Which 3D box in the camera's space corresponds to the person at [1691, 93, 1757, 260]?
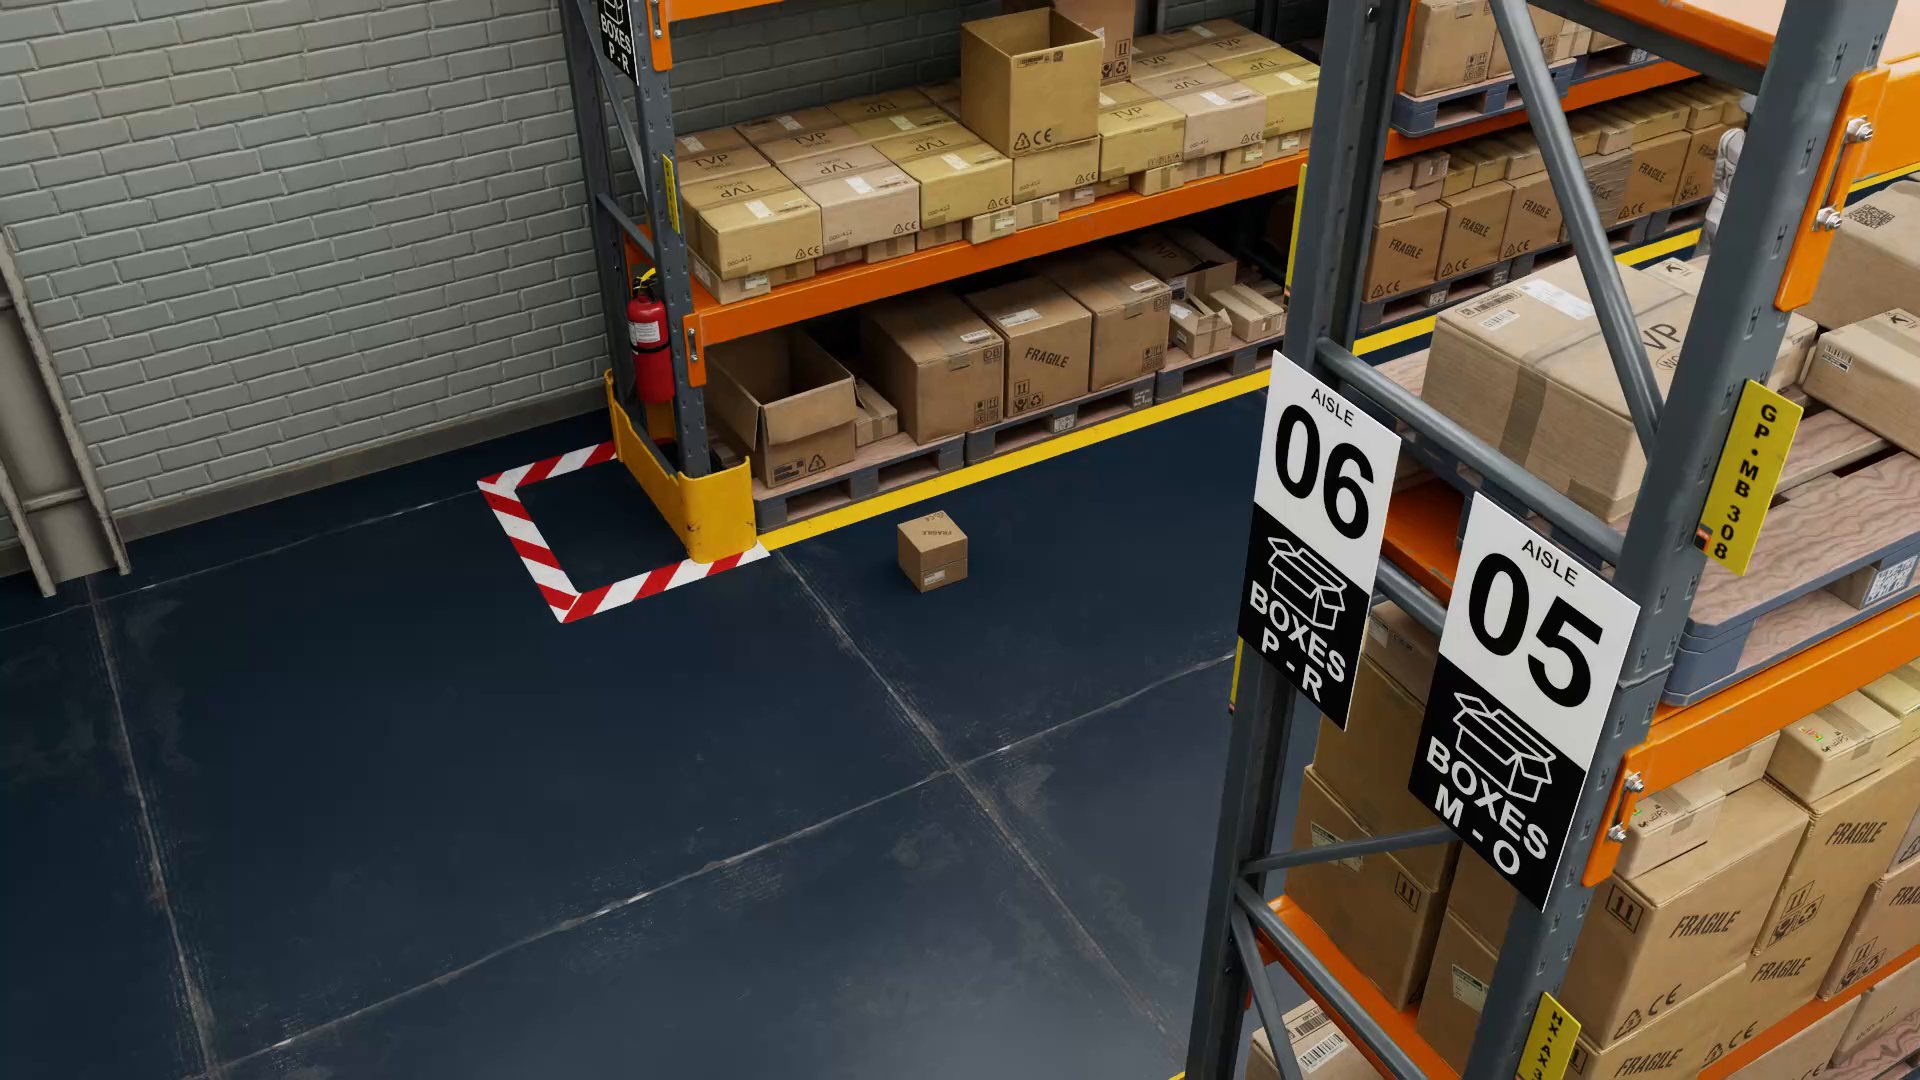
[{"bbox_3d":[4.287,-1.740,9.199,0.946,1.647,0.471,-22,42,-26],"label":"person"}]
